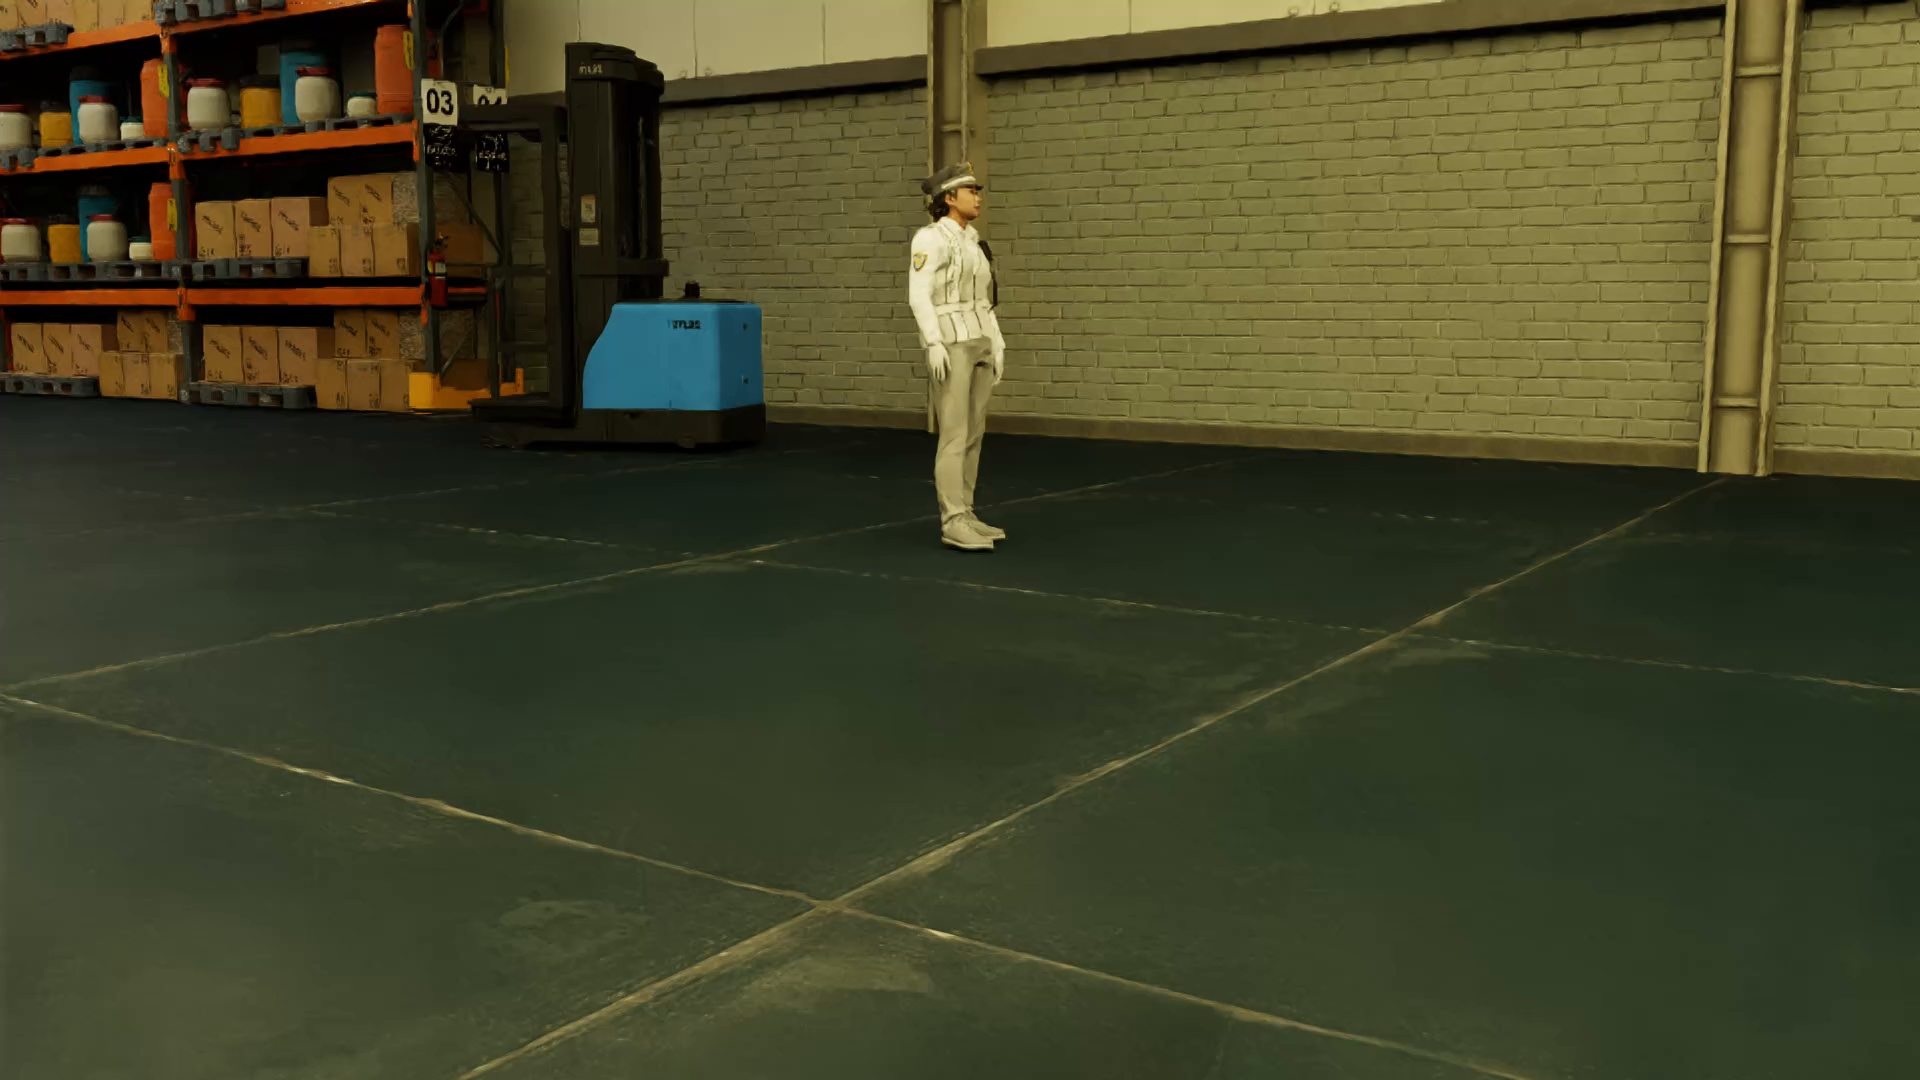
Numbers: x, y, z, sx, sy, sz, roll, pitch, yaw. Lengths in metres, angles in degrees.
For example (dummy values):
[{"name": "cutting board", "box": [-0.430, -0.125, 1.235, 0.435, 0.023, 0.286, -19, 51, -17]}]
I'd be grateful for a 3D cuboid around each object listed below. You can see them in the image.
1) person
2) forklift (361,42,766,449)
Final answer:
[{"name": "person", "box": [0.052, -0.840, 7.440, 0.532, 1.695, 0.586, 5, 10, 34]}, {"name": "forklift", "box": [-3.081, -2.195, 12.629, 3.031, 2.935, 1.130, 2, 8, 14]}]
